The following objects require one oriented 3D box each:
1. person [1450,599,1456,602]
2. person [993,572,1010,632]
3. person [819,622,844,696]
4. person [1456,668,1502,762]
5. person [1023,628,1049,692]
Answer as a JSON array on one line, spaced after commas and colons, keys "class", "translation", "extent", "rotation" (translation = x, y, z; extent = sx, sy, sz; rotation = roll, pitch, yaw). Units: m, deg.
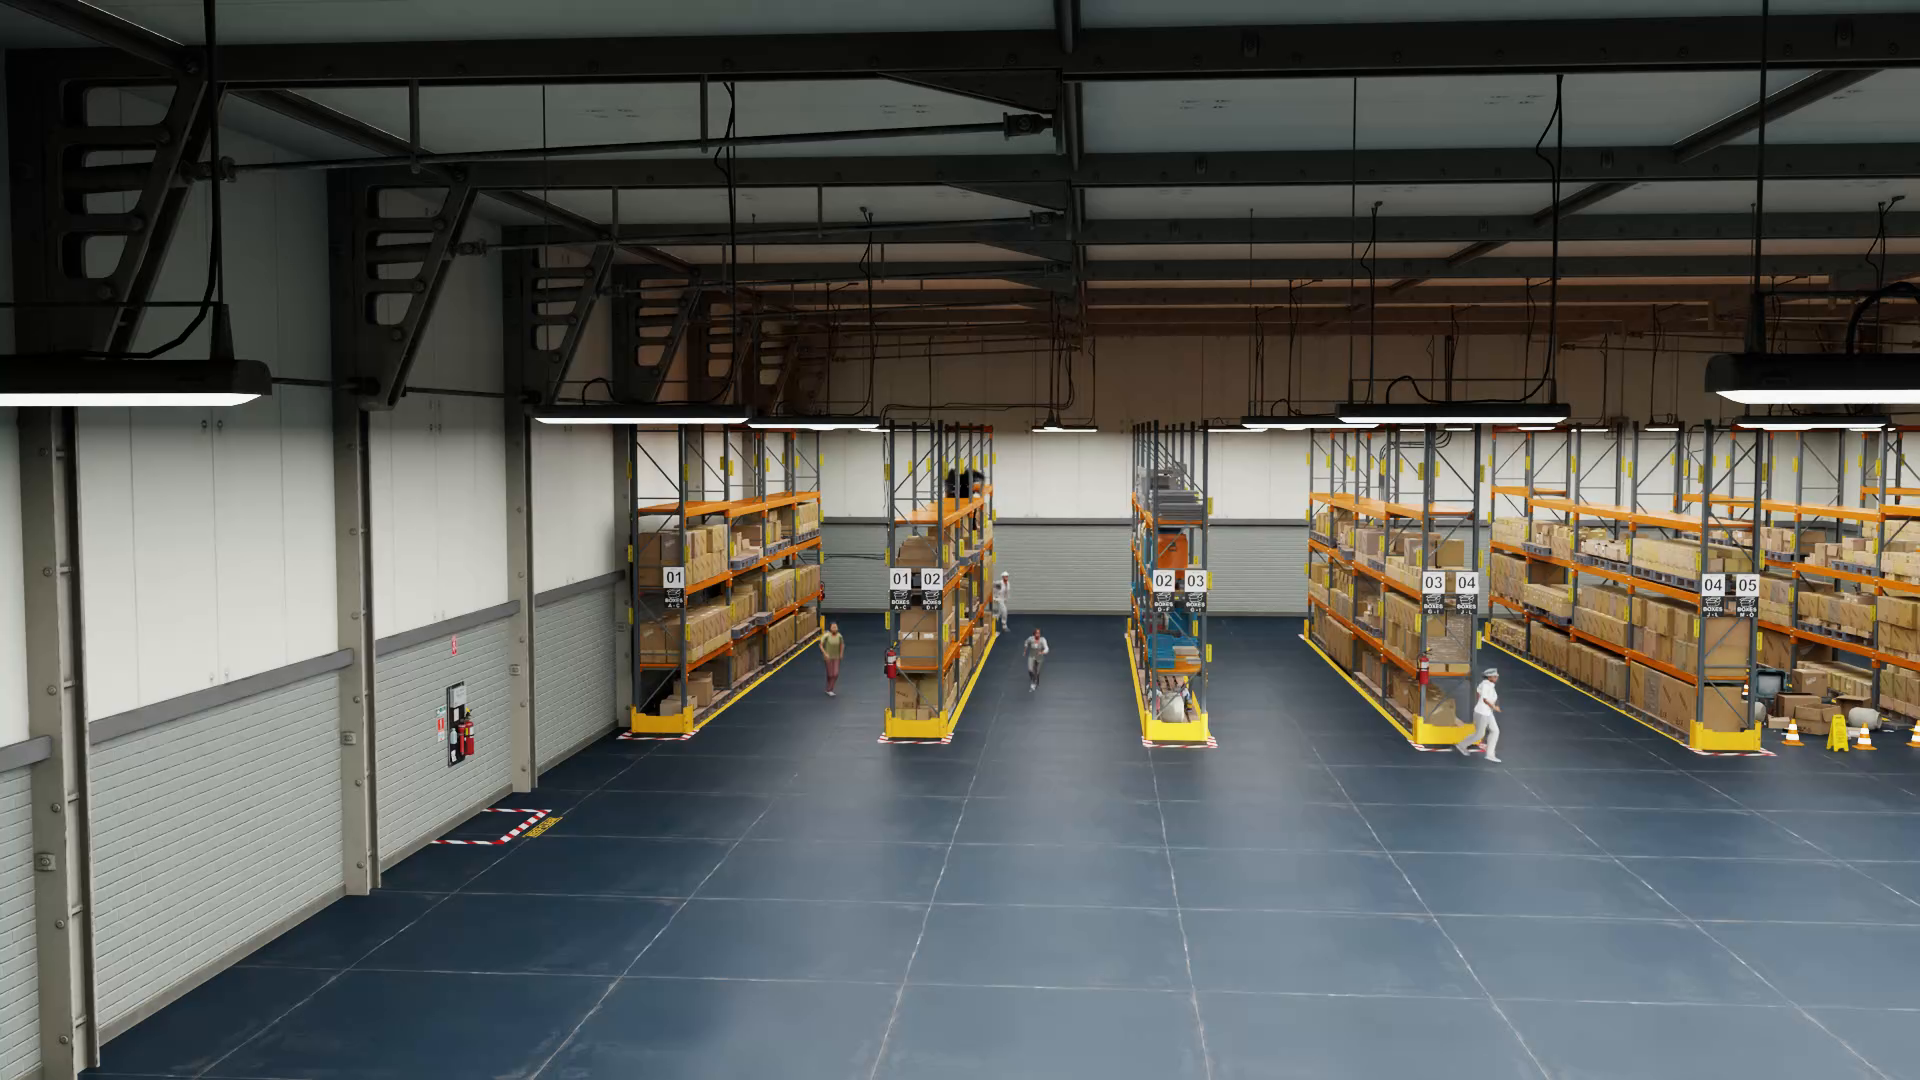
[{"class": "person", "translation": [13.470, 1.936, 46.508], "extent": [0.811, 1.752, 0.741], "rotation": [2, 4, 35]}, {"class": "person", "translation": [1.122, 1.787, 48.496], "extent": [0.776, 1.760, 0.661], "rotation": [2, 4, 34]}, {"class": "person", "translation": [-2.834, 2.604, 36.724], "extent": [0.574, 1.619, 0.571], "rotation": [-1, 4, -16]}, {"class": "person", "translation": [9.100, 3.052, 29.156], "extent": [0.797, 1.652, 0.518], "rotation": [2, 4, 29]}, {"class": "person", "translation": [1.675, 2.642, 36.775], "extent": [0.559, 1.465, 0.924], "rotation": [0, 4, 0]}]
